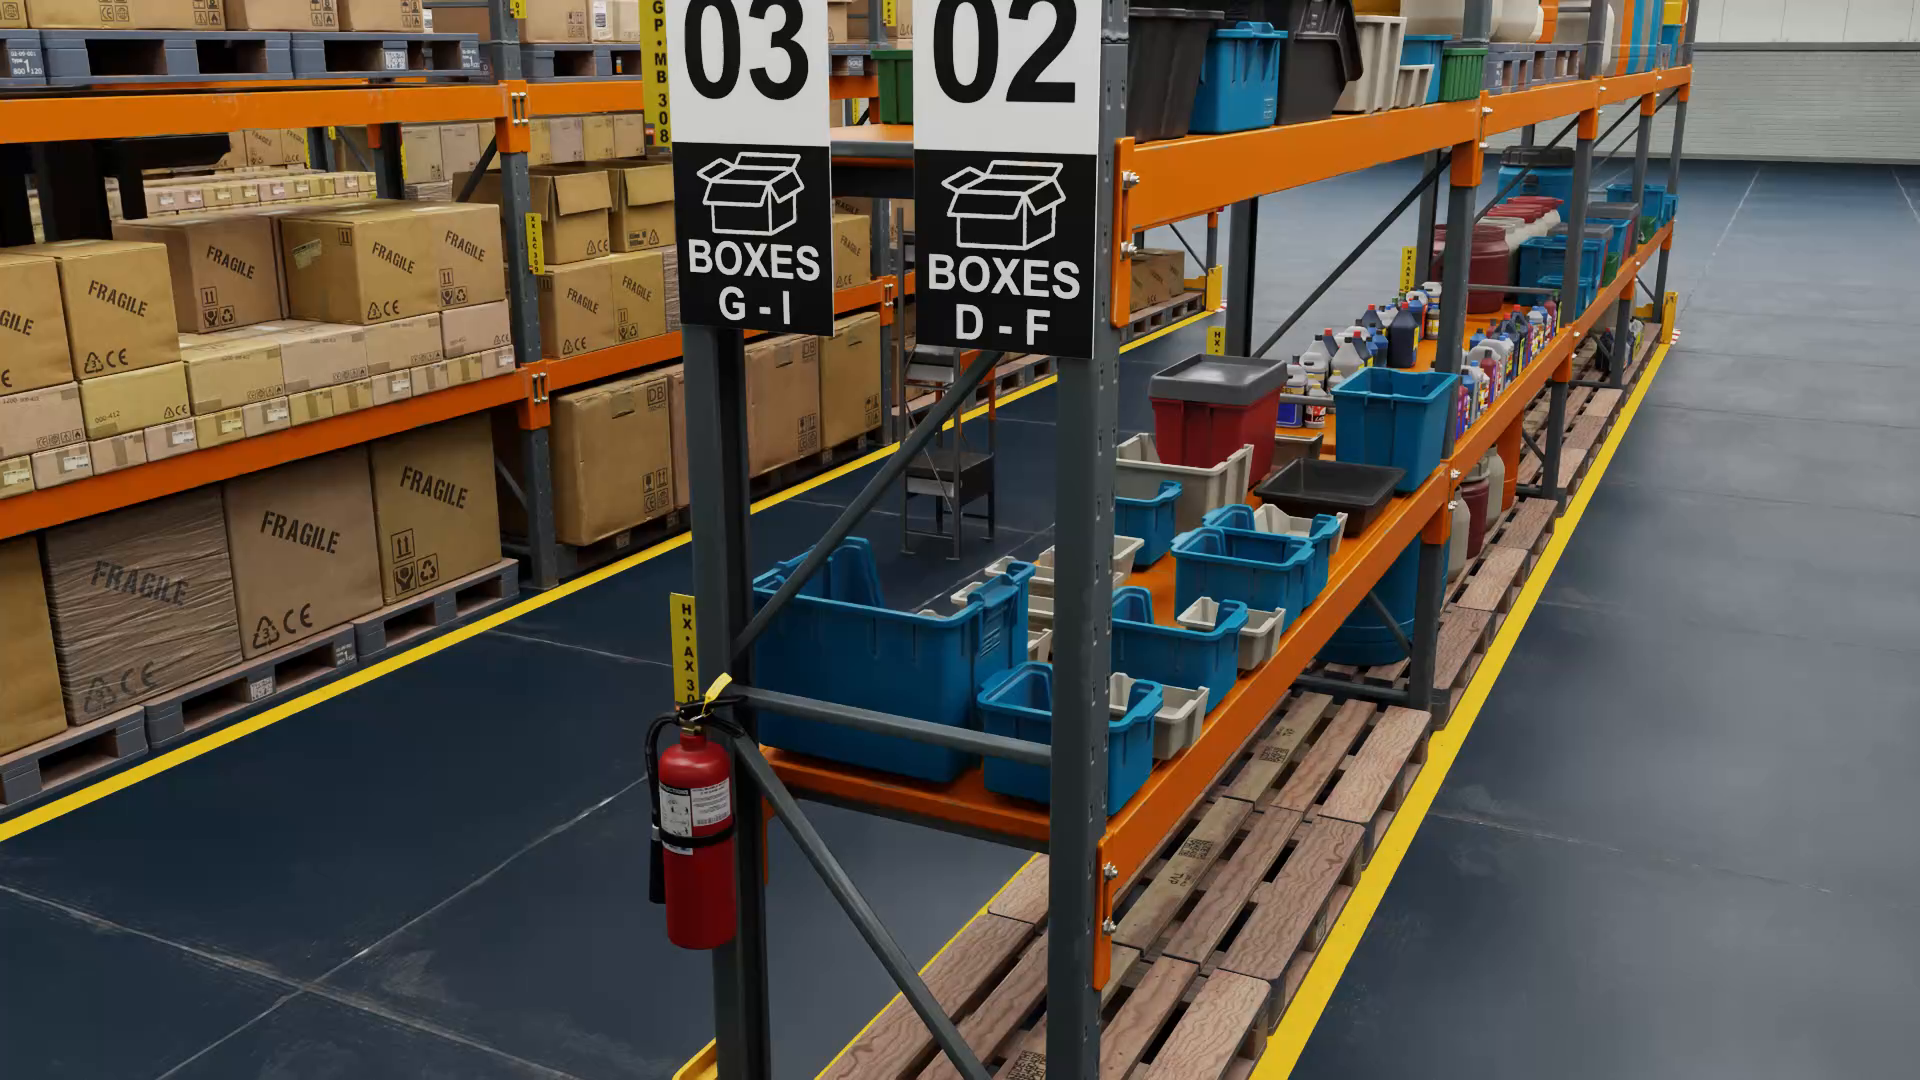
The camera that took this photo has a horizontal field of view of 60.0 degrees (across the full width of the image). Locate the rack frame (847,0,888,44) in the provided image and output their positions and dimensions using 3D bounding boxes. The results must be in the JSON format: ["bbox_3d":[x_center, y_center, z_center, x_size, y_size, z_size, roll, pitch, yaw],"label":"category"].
[{"bbox_3d":[-1.005,-5.111,11.927,1.000,3.000,0.127,8,18,25],"label":"rack frame"}]

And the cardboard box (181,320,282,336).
[{"bbox_3d":[-3.690,-0.942,8.168,0.500,0.250,0.500,9,19,27],"label":"cardboard box"}]

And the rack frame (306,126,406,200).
[{"bbox_3d":[-5.397,-2.892,14.993,1.000,3.000,0.127,8,18,25],"label":"rack frame"}]

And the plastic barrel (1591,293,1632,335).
[{"bbox_3d":[6.551,-2.346,16.788,0.421,0.512,0.421,0,17,0],"label":"plastic barrel"}]

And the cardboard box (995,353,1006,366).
[{"bbox_3d":[0.009,-1.851,15.107,0.700,0.500,0.500,6,18,21],"label":"cardboard box"}]

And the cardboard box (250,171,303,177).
[{"bbox_3d":[-5.895,-3.096,14.339,0.380,0.149,0.250,8,18,24],"label":"cardboard box"}]

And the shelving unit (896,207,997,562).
[{"bbox_3d":[-0.074,-0.964,10.083,0.431,2.100,0.503,8,18,25],"label":"shelving unit"}]

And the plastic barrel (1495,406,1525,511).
[{"bbox_3d":[3.223,-0.639,10.482,0.600,0.830,0.708,8,18,25],"label":"plastic barrel"}]

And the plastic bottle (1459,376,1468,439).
[{"bbox_3d":[2.244,-0.603,7.492,0.061,0.283,0.133,8,18,25],"label":"plastic bottle"}]

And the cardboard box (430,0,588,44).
[{"bbox_3d":[-2.542,-3.052,9.352,0.700,0.500,0.500,9,19,27],"label":"cardboard box"}]

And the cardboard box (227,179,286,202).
[{"bbox_3d":[-5.666,-2.815,13.393,0.380,0.149,0.250,8,18,25],"label":"cardboard box"}]

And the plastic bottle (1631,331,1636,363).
[{"bbox_3d":[6.141,-1.770,15.214,0.061,0.283,0.133,9,19,28],"label":"plastic bottle"}]

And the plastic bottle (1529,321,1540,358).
[{"bbox_3d":[3.238,-1.143,9.452,0.097,0.201,0.097,0,17,0],"label":"plastic bottle"}]

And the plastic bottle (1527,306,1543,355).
[{"bbox_3d":[3.282,-1.201,9.525,0.097,0.271,0.097,0,17,0],"label":"plastic bottle"}]

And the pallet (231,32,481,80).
[{"bbox_3d":[-3.167,-2.405,8.239,1.003,0.211,1.213,8,18,25],"label":"pallet"}]

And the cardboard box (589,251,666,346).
[{"bbox_3d":[-2.139,-1.478,10.056,0.500,0.500,0.500,8,18,25],"label":"cardboard box"}]

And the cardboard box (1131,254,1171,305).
[{"bbox_3d":[2.039,-2.962,18.882,0.500,0.500,0.500,14,22,40],"label":"cardboard box"}]

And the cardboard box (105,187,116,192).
[{"bbox_3d":[-6.713,-2.629,12.767,0.380,0.149,0.250,7,18,24],"label":"cardboard box"}]

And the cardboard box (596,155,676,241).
[{"bbox_3d":[-1.934,-2.242,10.869,0.797,0.503,0.637,9,19,27],"label":"cardboard box"}]

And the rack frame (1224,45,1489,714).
[{"bbox_3d":[1.639,-0.586,7.229,1.000,3.000,0.127,8,18,25],"label":"rack frame"}]

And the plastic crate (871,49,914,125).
[{"bbox_3d":[0.036,-1.191,4.370,0.450,0.188,0.336,8,18,25],"label":"plastic crate"}]

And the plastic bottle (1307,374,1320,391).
[{"bbox_3d":[1.667,-0.692,7.934,0.097,0.201,0.097,0,17,0],"label":"plastic bottle"}]

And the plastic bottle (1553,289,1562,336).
[{"bbox_3d":[3.627,-1.392,10.147,0.061,0.283,0.133,8,18,25],"label":"plastic bottle"}]

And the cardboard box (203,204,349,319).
[{"bbox_3d":[-3.462,-1.433,8.503,0.500,0.500,0.500,8,18,25],"label":"cardboard box"}]

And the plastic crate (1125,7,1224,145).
[{"bbox_3d":[0.273,-1.005,3.601,0.497,0.269,0.590,8,18,25],"label":"plastic crate"}]

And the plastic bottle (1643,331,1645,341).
[{"bbox_3d":[6.572,-1.989,16.093,0.097,0.201,0.097,0,17,0],"label":"plastic bottle"}]

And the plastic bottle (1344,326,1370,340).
[{"bbox_3d":[2.078,-0.983,8.784,0.152,0.276,0.135,8,18,25],"label":"plastic bottle"}]

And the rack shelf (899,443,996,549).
[{"bbox_3d":[-0.074,-0.280,10.287,0.431,0.518,0.480,8,18,25],"label":"rack shelf"}]

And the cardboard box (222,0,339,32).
[{"bbox_3d":[-3.333,-2.608,7.679,0.700,0.500,0.500,9,19,28],"label":"cardboard box"}]

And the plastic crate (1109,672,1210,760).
[{"bbox_3d":[0.473,0.438,4.138,0.250,0.136,0.298,8,18,25],"label":"plastic crate"}]

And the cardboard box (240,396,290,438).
[{"bbox_3d":[-3.324,-0.584,7.665,0.380,0.149,0.250,8,19,26],"label":"cardboard box"}]

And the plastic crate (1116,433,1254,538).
[{"bbox_3d":[0.791,-0.193,6.007,0.437,0.282,0.530,8,18,25],"label":"plastic crate"}]

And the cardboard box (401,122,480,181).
[{"bbox_3d":[-4.963,-3.661,15.651,0.700,0.500,0.500,8,18,25],"label":"cardboard box"}]

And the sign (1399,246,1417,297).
[{"bbox_3d":[2.931,-1.751,10.866,0.100,0.325,0.005,8,18,25],"label":"sign"}]

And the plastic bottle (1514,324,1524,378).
[{"bbox_3d":[2.974,-1.020,8.894,0.061,0.283,0.133,8,18,25],"label":"plastic bottle"}]

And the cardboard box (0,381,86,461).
[{"bbox_3d":[-3.897,-0.489,6.644,0.500,0.250,0.500,8,18,25],"label":"cardboard box"}]

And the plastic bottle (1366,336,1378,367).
[{"bbox_3d":[2.094,-0.911,8.548,0.097,0.271,0.097,0,17,0],"label":"plastic bottle"}]

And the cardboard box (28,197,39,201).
[{"bbox_3d":[-6.478,-2.353,11.836,0.380,0.149,0.250,9,19,27],"label":"cardboard box"}]

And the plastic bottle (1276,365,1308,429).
[{"bbox_3d":[1.525,-0.668,7.724,0.152,0.276,0.135,8,18,25],"label":"plastic bottle"}]

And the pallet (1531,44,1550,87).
[{"bbox_3d":[2.406,-2.435,8.517,1.003,0.211,1.213,8,18,25],"label":"pallet"}]

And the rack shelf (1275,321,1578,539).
[{"bbox_3d":[2.532,-0.751,9.047,1.077,0.370,4.000,8,18,25],"label":"rack shelf"}]

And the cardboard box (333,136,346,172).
[{"bbox_3d":[-7.637,-4.782,20.658,0.500,0.500,0.500,8,18,25],"label":"cardboard box"}]

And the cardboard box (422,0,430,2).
[{"bbox_3d":[-4.871,-5.105,16.088,0.500,0.500,0.500,8,18,25],"label":"cardboard box"}]

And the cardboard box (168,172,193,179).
[{"bbox_3d":[-8.794,-4.041,18.567,0.380,0.149,0.250,9,19,27],"label":"cardboard box"}]

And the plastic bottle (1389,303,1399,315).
[{"bbox_3d":[2.498,-1.238,9.649,0.097,0.271,0.097,0,17,0],"label":"plastic bottle"}]

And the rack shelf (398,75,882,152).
[{"bbox_3d":[-1.899,-2.819,10.742,1.077,0.370,4.000,8,18,25],"label":"rack shelf"}]

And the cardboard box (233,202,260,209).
[{"bbox_3d":[-5.785,-2.603,13.200,0.380,0.149,0.250,9,19,27],"label":"cardboard box"}]

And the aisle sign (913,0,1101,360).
[{"bbox_3d":[0.085,-0.757,3.240,0.394,0.787,0.004,8,18,25],"label":"aisle sign"}]

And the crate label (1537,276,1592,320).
[{"bbox_3d":[3.949,-1.584,10.884,0.303,0.233,0.416,8,18,25],"label":"crate label"}]

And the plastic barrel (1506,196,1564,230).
[{"bbox_3d":[4.590,-2.473,13.344,0.433,0.535,0.433,0,17,0],"label":"plastic barrel"}]

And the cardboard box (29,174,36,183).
[{"bbox_3d":[-9.463,-3.973,17.197,0.500,0.500,0.500,8,18,24],"label":"cardboard box"}]

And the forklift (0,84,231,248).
[{"bbox_3d":[-5.062,-1.408,10.118,1.130,2.935,3.031,8,18,25],"label":"forklift"}]

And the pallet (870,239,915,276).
[{"bbox_3d":[-0.782,-2.338,13.465,1.213,0.211,1.003,8,18,25],"label":"pallet"}]

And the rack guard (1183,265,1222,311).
[{"bbox_3d":[2.536,-3.055,19.933,1.175,0.500,0.348,8,18,25],"label":"rack guard"}]

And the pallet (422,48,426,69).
[{"bbox_3d":[-5.157,-4.410,15.167,1.213,0.211,1.003,9,19,28],"label":"pallet"}]

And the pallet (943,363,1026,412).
[{"bbox_3d":[-0.108,-1.407,14.890,1.003,0.211,1.213,8,18,25],"label":"pallet"}]

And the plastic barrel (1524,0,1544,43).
[{"bbox_3d":[3.078,-2.886,9.210,0.301,0.262,0.301,0,17,0],"label":"plastic barrel"}]

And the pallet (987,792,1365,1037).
[{"bbox_3d":[0.801,1.255,5.929,1.003,0.211,1.213,8,18,25],"label":"pallet"}]
